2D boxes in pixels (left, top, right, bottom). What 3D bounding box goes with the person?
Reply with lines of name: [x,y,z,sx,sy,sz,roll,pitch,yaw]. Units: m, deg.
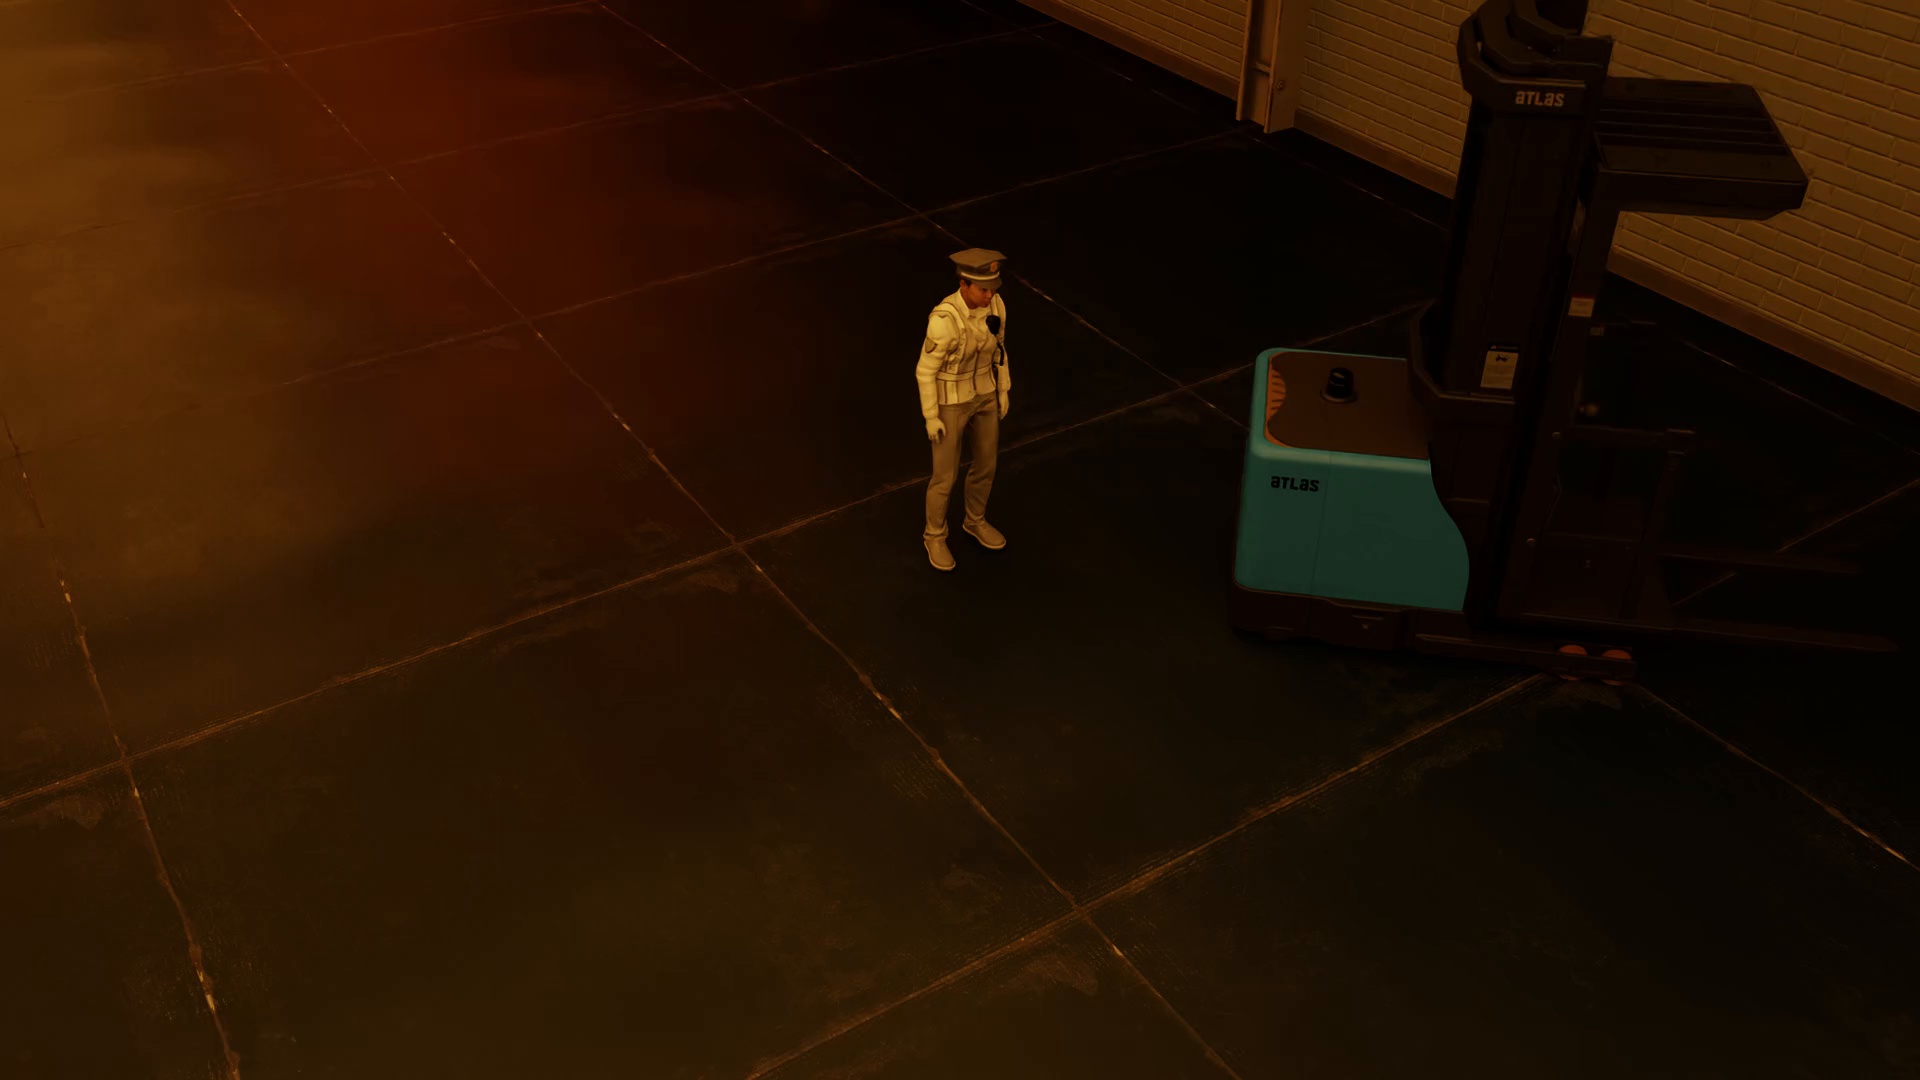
person: [0.029,-0.670,8.207,0.542,1.661,0.373,-23,41,-29]

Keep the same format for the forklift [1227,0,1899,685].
forklift: [2.858,-0.856,7.366,3.031,2.935,1.130,6,36,8]
